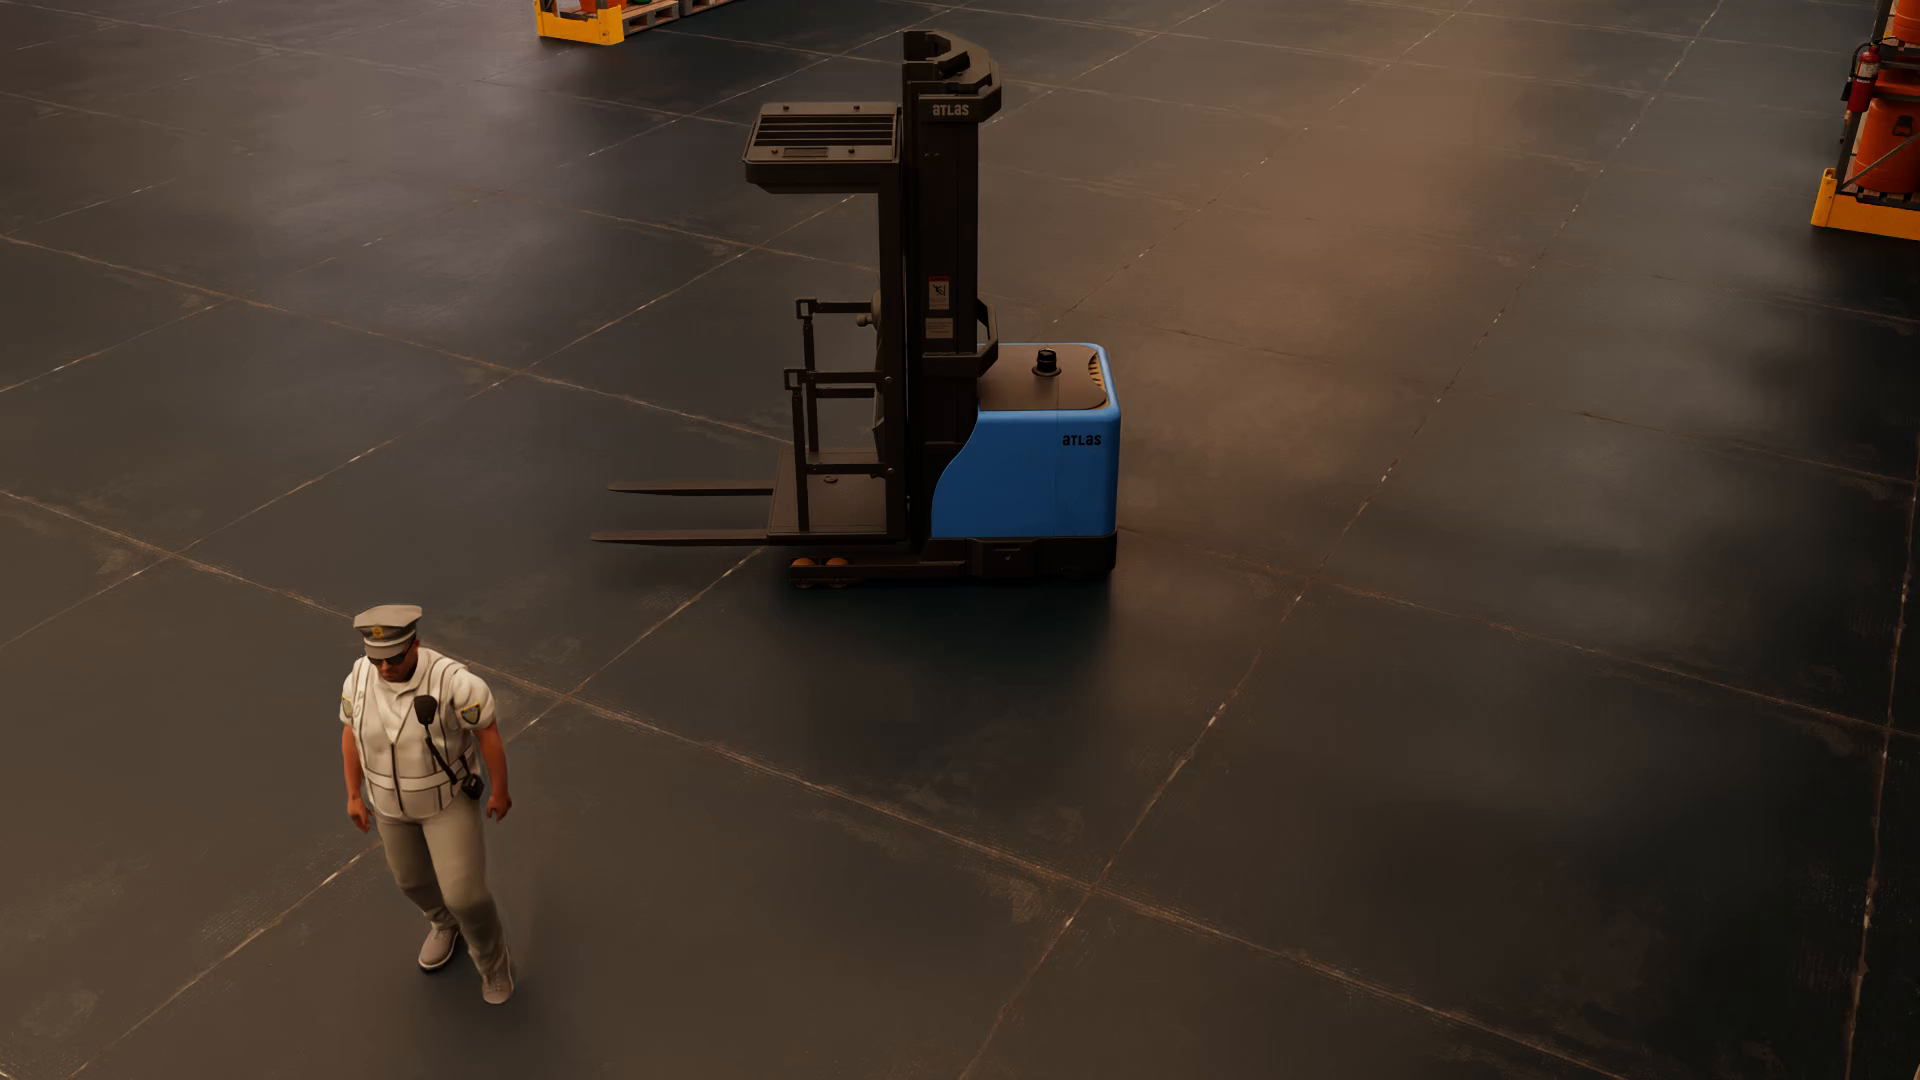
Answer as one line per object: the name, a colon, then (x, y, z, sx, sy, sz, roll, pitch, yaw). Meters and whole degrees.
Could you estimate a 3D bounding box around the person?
person: (-2.106, 1.046, 6.536, 0.636, 1.816, 0.510, 3, 30, 6)

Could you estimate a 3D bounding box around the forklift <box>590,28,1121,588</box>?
forklift: (-0.624, -1.263, 9.260, 3.031, 2.935, 1.130, -1, 30, -1)
